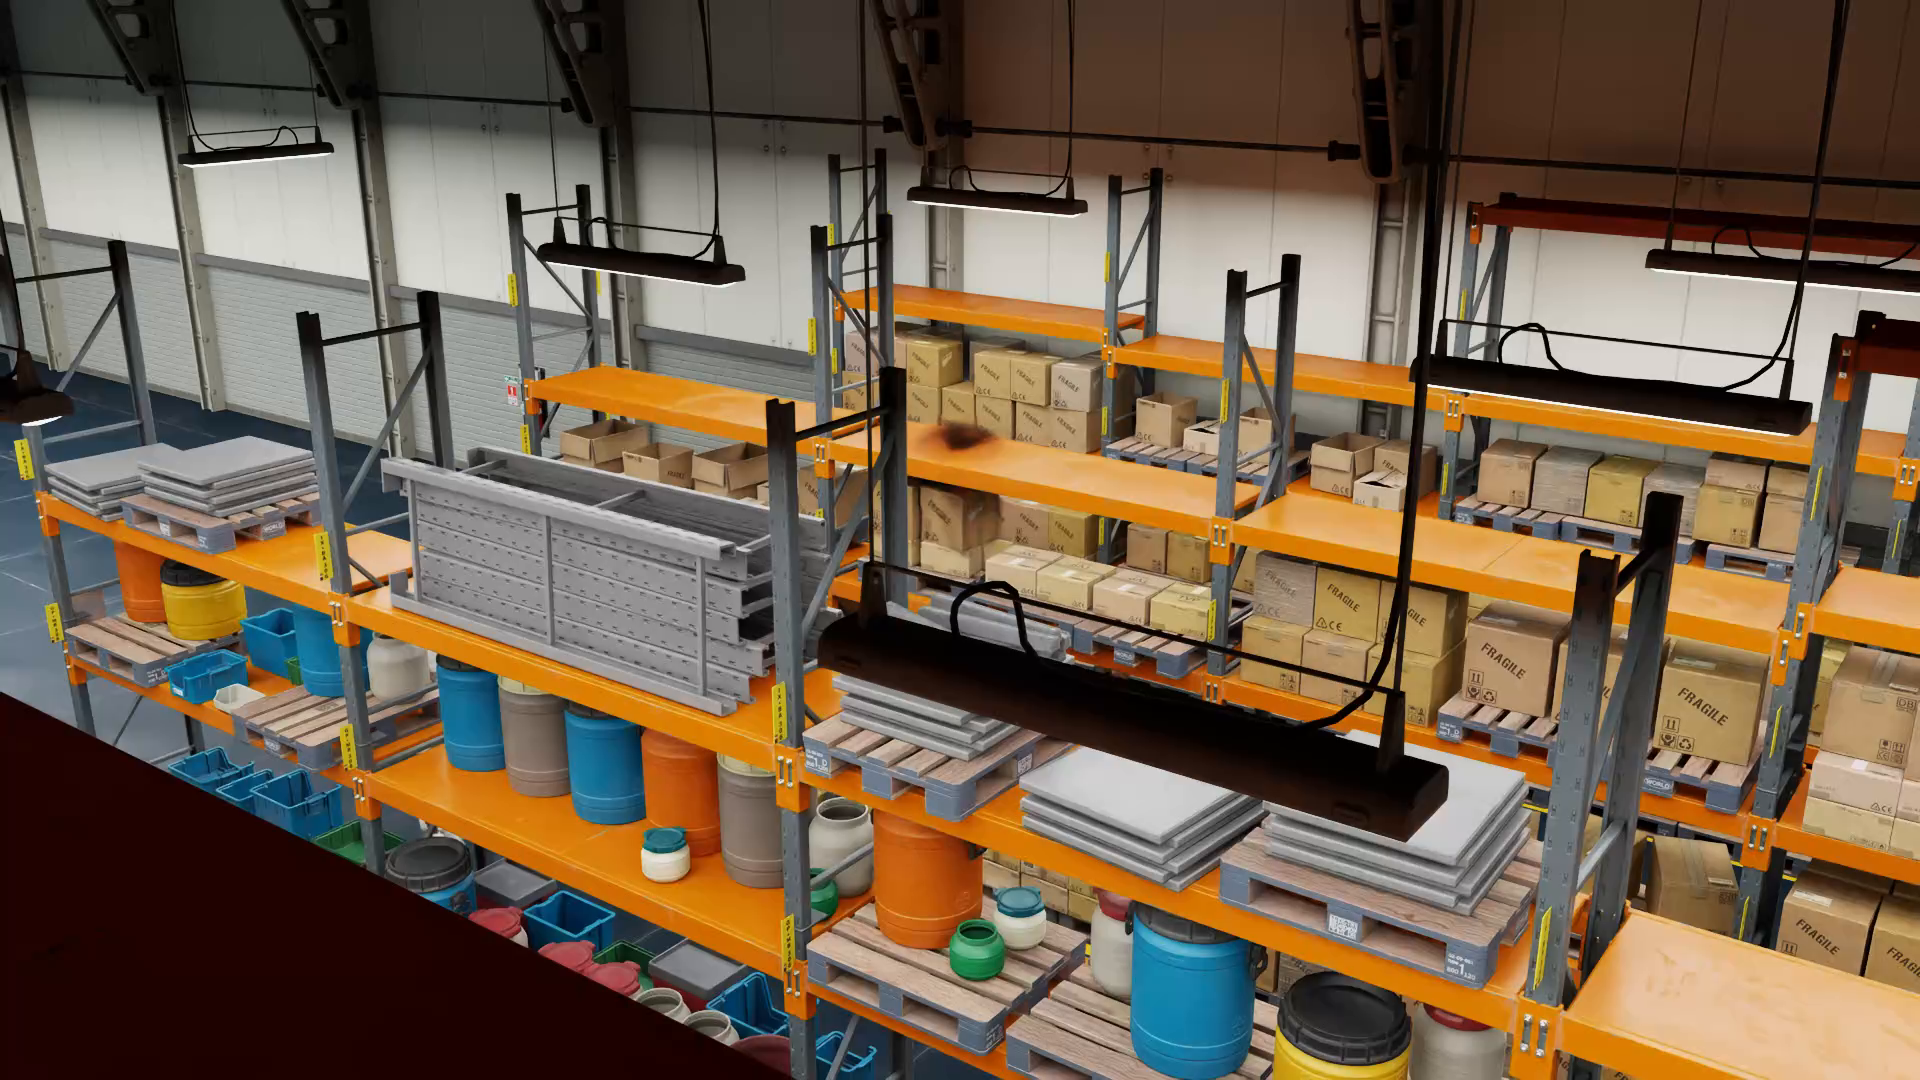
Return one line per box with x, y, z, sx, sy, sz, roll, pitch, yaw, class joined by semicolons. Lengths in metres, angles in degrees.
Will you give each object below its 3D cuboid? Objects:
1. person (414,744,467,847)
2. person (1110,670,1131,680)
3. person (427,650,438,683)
-4.573;2.535;14.767;0.467;1.818;0.589;-1;19;-3;person
1.458;2.019;16.617;0.469;1.585;0.443;13;22;34;person
-5.673;1.406;18.132;0.528;1.736;0.863;-3;19;-8;person
